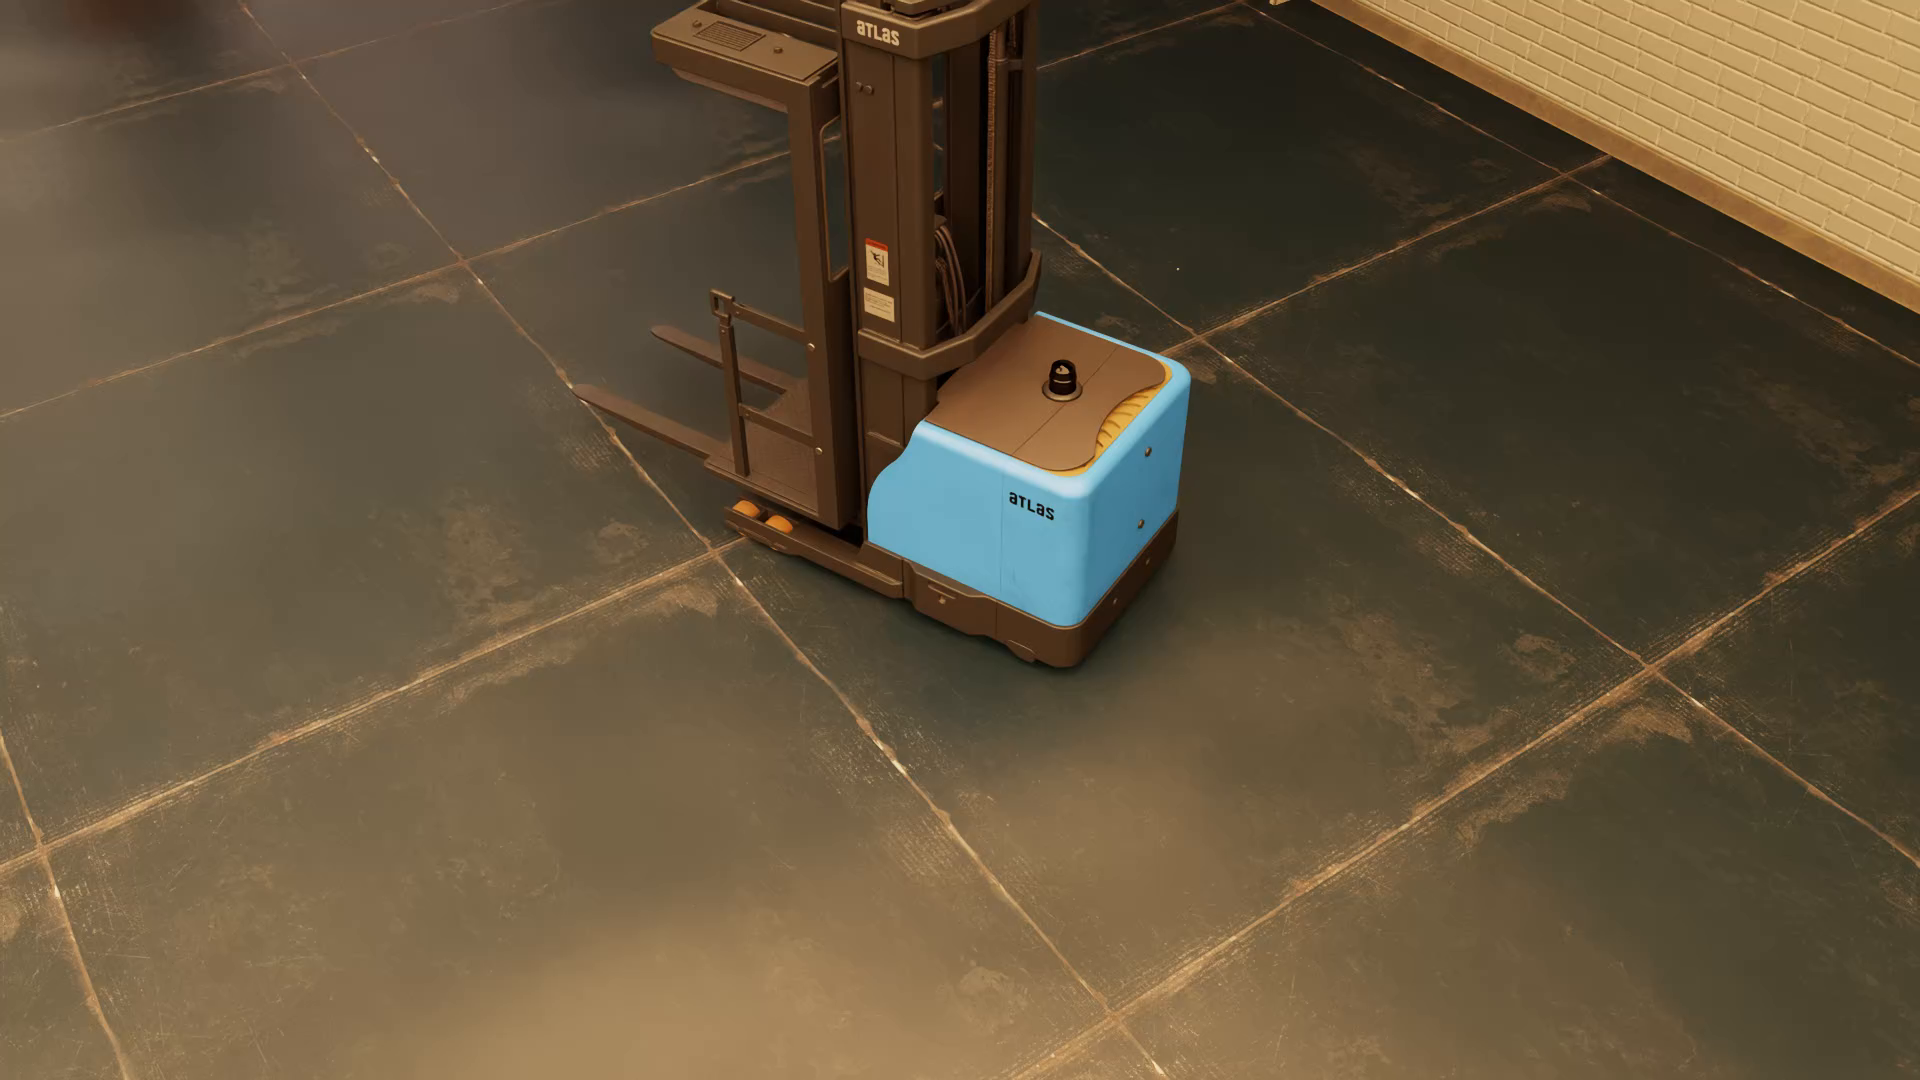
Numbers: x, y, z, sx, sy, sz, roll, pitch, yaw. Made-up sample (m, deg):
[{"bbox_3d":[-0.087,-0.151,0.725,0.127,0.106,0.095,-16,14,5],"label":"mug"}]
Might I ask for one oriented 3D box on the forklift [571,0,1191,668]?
[{"bbox_3d":[-0.511,-1.302,7.129,3.031,2.935,1.130,24,48,24],"label":"forklift"}]
